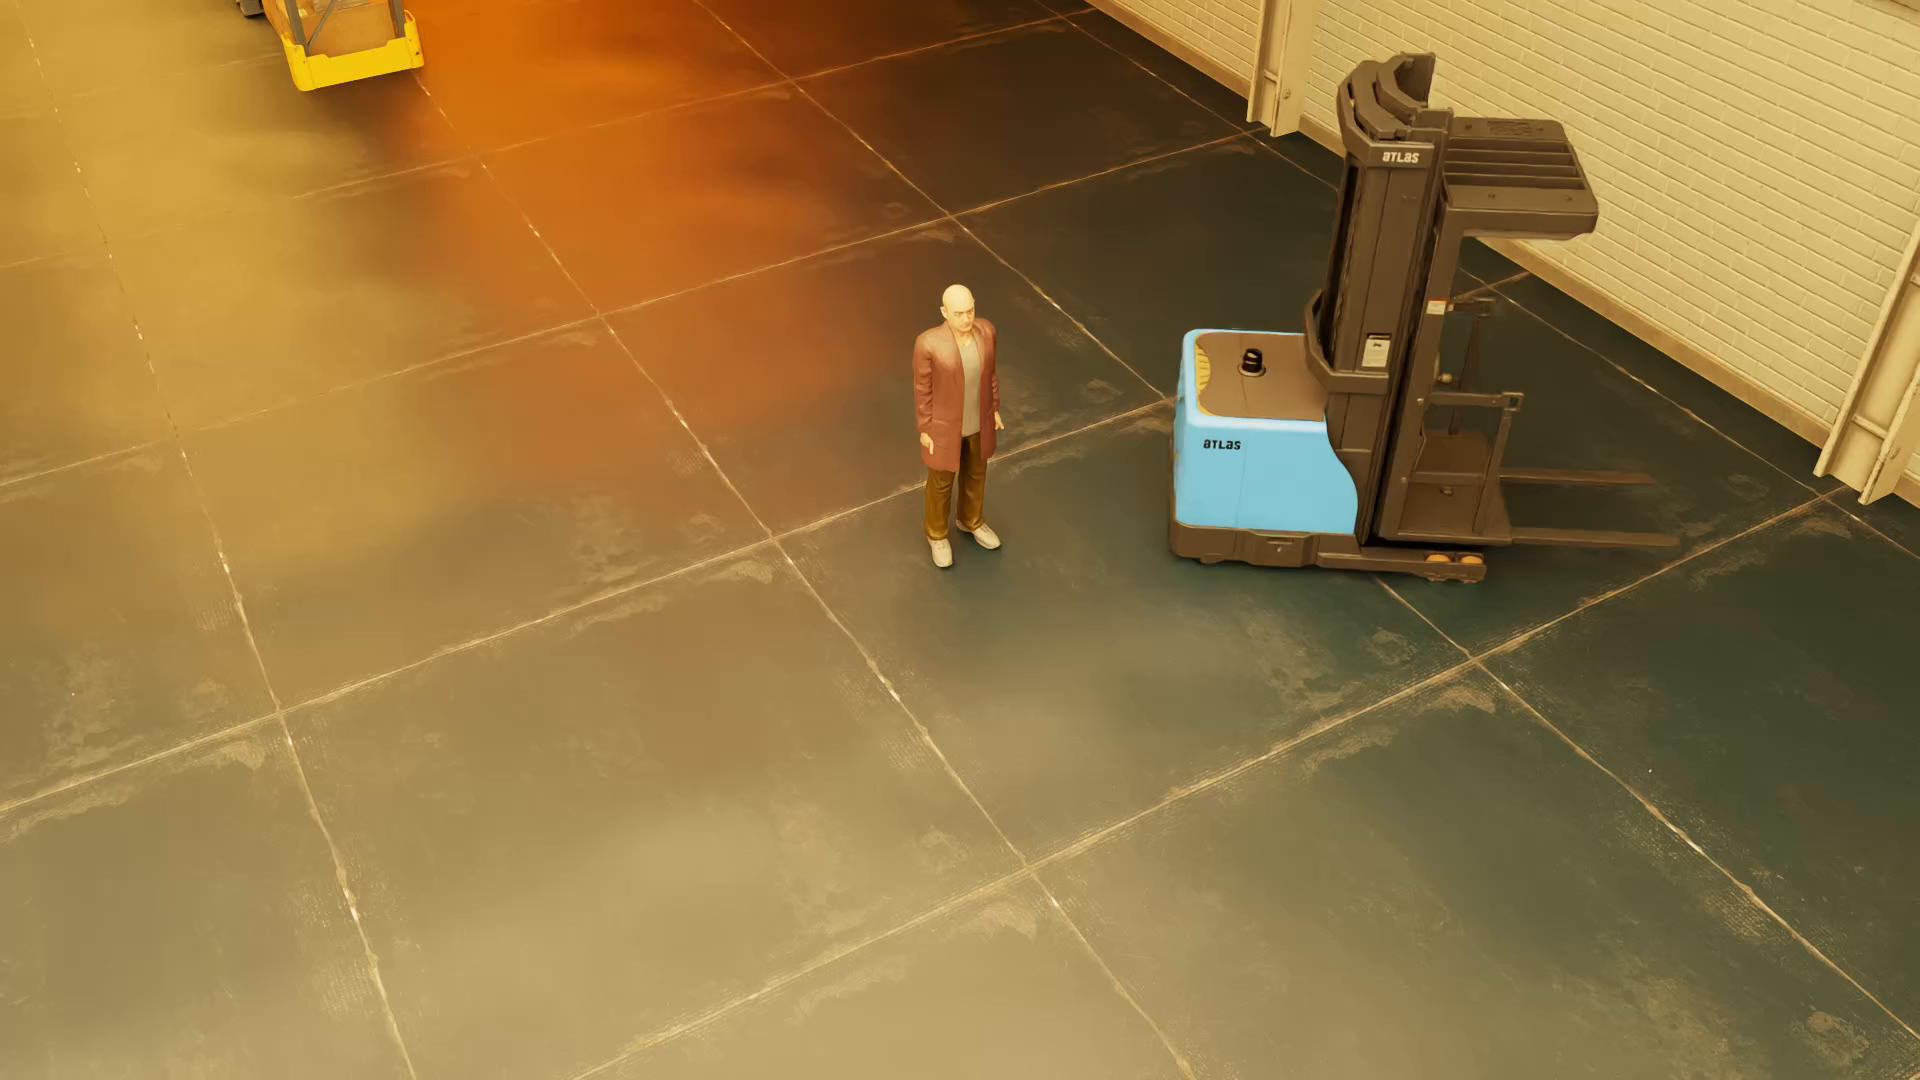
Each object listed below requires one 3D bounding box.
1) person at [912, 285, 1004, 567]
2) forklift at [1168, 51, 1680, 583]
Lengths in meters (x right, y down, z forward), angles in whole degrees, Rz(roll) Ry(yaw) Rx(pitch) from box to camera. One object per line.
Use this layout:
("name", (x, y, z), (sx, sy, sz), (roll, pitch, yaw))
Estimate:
("person", (0.020, -0.678, 9.754), (0.551, 1.782, 0.390), (-20, 44, -23))
("forklift", (2.830, -1.223, 9.511), (3.031, 2.935, 1.130), (3, 40, 4))
